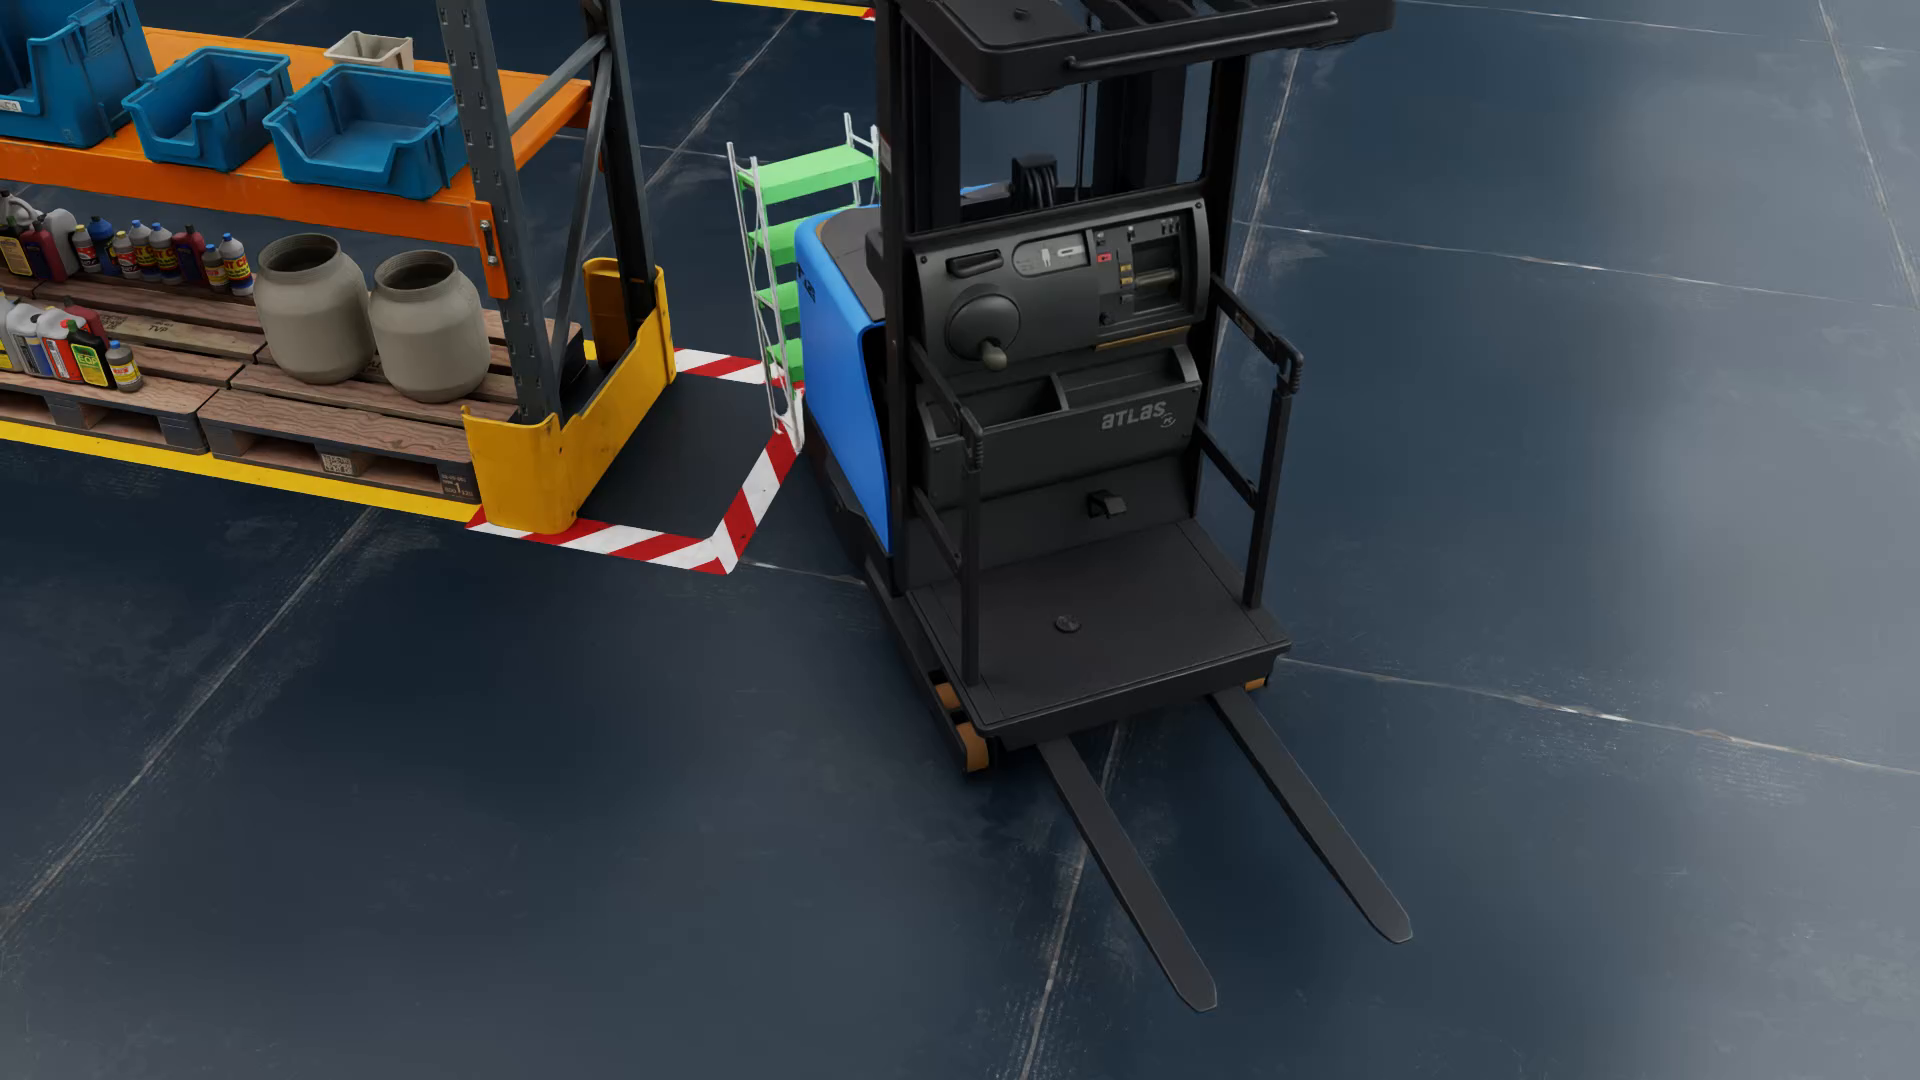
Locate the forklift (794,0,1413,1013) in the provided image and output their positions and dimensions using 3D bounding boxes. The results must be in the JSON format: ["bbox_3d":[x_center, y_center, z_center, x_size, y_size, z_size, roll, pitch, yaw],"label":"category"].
[{"bbox_3d":[0.395,-0.683,4.784,1.130,2.935,3.031,-14,42,-16],"label":"forklift"}]

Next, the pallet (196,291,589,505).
[{"bbox_3d":[-2.295,-0.620,6.824,1.213,0.211,1.003,10,41,11],"label":"pallet"}]

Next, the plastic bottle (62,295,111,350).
[{"bbox_3d":[-3.523,-0.852,6.702,0.133,0.283,0.061,10,41,11],"label":"plastic bottle"}]

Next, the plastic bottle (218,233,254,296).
[{"bbox_3d":[-3.097,-1.185,7.107,0.097,0.271,0.097,0,40,0],"label":"plastic bottle"}]

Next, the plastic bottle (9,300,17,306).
[{"bbox_3d":[-3.856,-0.885,6.805,0.097,0.201,0.097,0,40,0],"label":"plastic bottle"}]

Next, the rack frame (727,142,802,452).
[{"bbox_3d":[-0.746,-0.913,6.379,0.015,1.200,0.240,-21,34,-23],"label":"rack frame"}]

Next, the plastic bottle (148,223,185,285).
[{"bbox_3d":[-3.428,-1.242,7.175,0.097,0.271,0.097,0,40,0],"label":"plastic bottle"}]

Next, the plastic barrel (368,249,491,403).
[{"bbox_3d":[-2.081,-0.836,6.521,0.421,0.512,0.421,0,40,0],"label":"plastic barrel"}]

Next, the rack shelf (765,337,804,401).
[{"bbox_3d":[-0.509,-0.733,6.630,0.480,0.148,0.258,-21,34,-23],"label":"rack shelf"}]

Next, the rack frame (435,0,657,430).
[{"bbox_3d":[-1.426,-1.566,5.782,0.127,3.000,1.000,10,41,11],"label":"rack frame"}]

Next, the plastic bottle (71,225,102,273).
[{"bbox_3d":[-3.819,-1.282,7.278,0.097,0.201,0.097,0,40,0],"label":"plastic bottle"}]

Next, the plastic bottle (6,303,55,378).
[{"bbox_3d":[-3.684,-0.806,6.653,0.135,0.276,0.152,9,41,10],"label":"plastic bottle"}]

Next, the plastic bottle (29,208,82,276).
[{"bbox_3d":[-3.940,-1.313,7.257,0.135,0.276,0.152,10,41,12],"label":"plastic bottle"}]

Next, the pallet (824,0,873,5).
[{"bbox_3d":[-0.994,-3.745,10.545,1.213,0.211,1.003,10,41,11],"label":"pallet"}]

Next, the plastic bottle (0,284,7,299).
[{"bbox_3d":[-4.010,-0.958,6.835,0.135,0.276,0.152,10,41,11],"label":"plastic bottle"}]

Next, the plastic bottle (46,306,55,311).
[{"bbox_3d":[-3.669,-0.858,6.773,0.097,0.201,0.097,0,40,0],"label":"plastic bottle"}]

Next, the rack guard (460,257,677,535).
[{"bbox_3d":[-1.511,-0.592,6.566,0.348,0.500,1.175,10,41,11],"label":"rack guard"}]

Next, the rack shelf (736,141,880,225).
[{"bbox_3d":[-0.572,-1.346,6.258,0.480,0.148,0.258,-21,34,-23],"label":"rack shelf"}]

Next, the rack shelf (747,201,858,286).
[{"bbox_3d":[-0.551,-1.142,6.382,0.480,0.148,0.258,-21,34,-23],"label":"rack shelf"}]

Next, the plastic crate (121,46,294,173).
[{"bbox_3d":[-2.612,-1.518,5.840,0.408,0.251,0.499,10,41,11],"label":"plastic crate"}]

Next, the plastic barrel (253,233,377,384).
[{"bbox_3d":[-2.565,-0.919,6.620,0.421,0.512,0.421,0,40,0],"label":"plastic barrel"}]

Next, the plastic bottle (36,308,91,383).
[{"bbox_3d":[-3.550,-0.783,6.626,0.135,0.276,0.152,10,41,12],"label":"plastic bottle"}]

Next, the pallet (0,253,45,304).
[{"bbox_3d":[-4.652,-1.025,7.307,1.213,0.211,1.003,10,41,11],"label":"pallet"}]

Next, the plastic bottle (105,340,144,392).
[{"bbox_3d":[-3.313,-0.696,6.580,0.097,0.201,0.097,0,40,0],"label":"plastic bottle"}]

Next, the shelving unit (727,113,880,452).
[{"bbox_3d":[-0.536,-0.992,6.473,0.503,1.200,0.258,-21,34,-23],"label":"shelving unit"}]

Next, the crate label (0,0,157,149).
[{"bbox_3d":[-3.274,-1.717,5.935,0.616,0.435,0.502,10,41,11],"label":"crate label"}]

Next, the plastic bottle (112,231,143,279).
[{"bbox_3d":[-3.620,-1.248,7.237,0.097,0.201,0.097,0,40,0],"label":"plastic bottle"}]

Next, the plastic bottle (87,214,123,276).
[{"bbox_3d":[-3.720,-1.292,7.235,0.097,0.271,0.097,0,40,0],"label":"plastic bottle"}]

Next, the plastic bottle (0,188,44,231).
[{"bbox_3d":[-4.096,-1.371,7.268,0.185,0.351,0.144,10,41,11],"label":"plastic bottle"}]

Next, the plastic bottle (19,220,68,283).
[{"bbox_3d":[-3.967,-1.250,7.176,0.133,0.283,0.061,10,41,11],"label":"plastic bottle"}]

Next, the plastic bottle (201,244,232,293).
[{"bbox_3d":[-3.197,-1.175,7.150,0.097,0.201,0.097,0,40,0],"label":"plastic bottle"}]

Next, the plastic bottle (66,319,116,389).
[{"bbox_3d":[-3.431,-0.735,6.563,0.133,0.283,0.061,11,41,12],"label":"plastic bottle"}]

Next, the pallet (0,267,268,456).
[{"bbox_3d":[-3.470,-0.824,7.067,1.213,0.211,1.003,10,41,11],"label":"pallet"}]

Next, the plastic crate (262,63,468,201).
[{"bbox_3d":[-1.987,-1.406,5.708,0.616,0.251,0.499,10,41,11],"label":"plastic crate"}]

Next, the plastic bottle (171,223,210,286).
[{"bbox_3d":[-3.311,-1.238,7.162,0.133,0.283,0.061,10,41,12],"label":"plastic bottle"}]

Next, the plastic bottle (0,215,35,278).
[{"bbox_3d":[-4.097,-1.278,7.209,0.133,0.283,0.061,10,41,11],"label":"plastic bottle"}]

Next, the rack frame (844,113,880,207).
[{"bbox_3d":[-0.325,-1.070,6.567,0.015,1.200,0.240,-21,34,-23],"label":"rack frame"}]

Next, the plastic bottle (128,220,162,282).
[{"bbox_3d":[-3.524,-1.258,7.195,0.097,0.271,0.097,0,40,0],"label":"plastic bottle"}]

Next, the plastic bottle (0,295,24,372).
[{"bbox_3d":[-3.845,-0.860,6.659,0.185,0.351,0.144,11,41,13],"label":"plastic bottle"}]

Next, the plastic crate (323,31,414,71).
[{"bbox_3d":[-2.207,-1.814,6.282,0.250,0.136,0.298,10,41,11],"label":"plastic crate"}]

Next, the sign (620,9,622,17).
[{"bbox_3d":[-1.279,-2.013,6.099,0.005,0.325,0.100,10,41,11],"label":"sign"}]

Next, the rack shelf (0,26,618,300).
[{"bbox_3d":[-3.358,-1.623,6.409,4.000,0.370,1.077,10,41,11],"label":"rack shelf"}]

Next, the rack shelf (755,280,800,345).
[{"bbox_3d":[-0.530,-0.937,6.506,0.480,0.148,0.258,-21,34,-23],"label":"rack shelf"}]
